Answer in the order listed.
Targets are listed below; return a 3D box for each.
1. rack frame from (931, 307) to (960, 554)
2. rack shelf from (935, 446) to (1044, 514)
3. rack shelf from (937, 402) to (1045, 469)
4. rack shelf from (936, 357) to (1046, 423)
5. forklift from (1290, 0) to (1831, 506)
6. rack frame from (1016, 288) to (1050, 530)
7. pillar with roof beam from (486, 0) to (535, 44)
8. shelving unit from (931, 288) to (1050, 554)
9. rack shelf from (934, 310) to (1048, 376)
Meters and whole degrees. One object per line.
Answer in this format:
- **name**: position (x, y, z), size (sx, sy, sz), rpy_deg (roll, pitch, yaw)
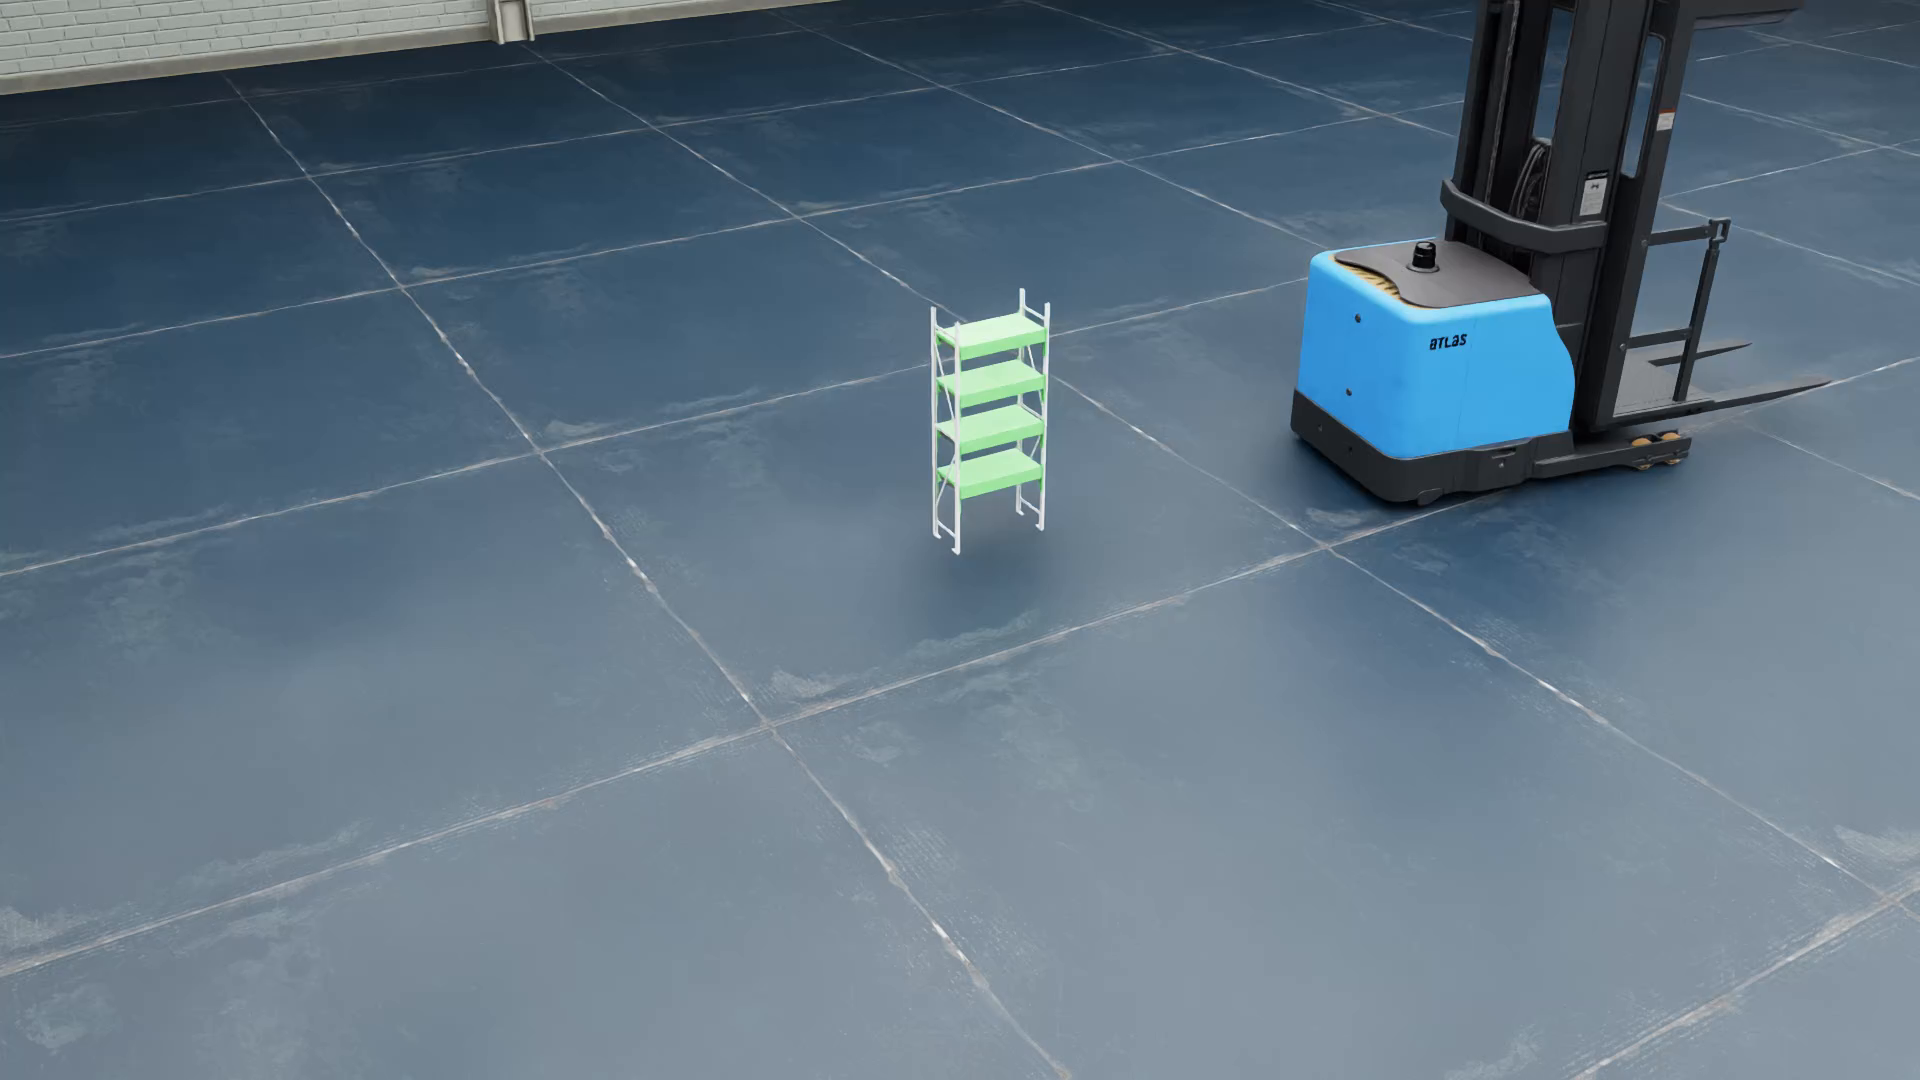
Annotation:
- **rack frame**: position (-0.068, -0.506, 7.925), size (0.015, 1.200, 0.240), rpy_deg (-16, 33, -26)
- **rack shelf**: position (0.143, -0.300, 8.180), size (0.480, 0.148, 0.258), rpy_deg (-16, 33, -26)
- **rack shelf**: position (0.143, -0.510, 8.064), size (0.480, 0.148, 0.258), rpy_deg (-16, 33, -26)
- **rack shelf**: position (0.143, -0.720, 7.948), size (0.480, 0.148, 0.258), rpy_deg (-16, 33, -26)
- **forklift**: position (3.407, -1.889, 8.640), size (3.031, 2.935, 1.130), rpy_deg (-10, 30, -18)
- **rack frame**: position (0.353, -0.626, 8.142), size (0.015, 1.200, 0.240), rpy_deg (-16, 33, -26)
- **pillar with roof beam**: position (-2.694, -7.602, 12.712), size (0.400, 9.000, 9.100), rpy_deg (-16, 33, -26)
- **shelving unit**: position (0.143, -0.566, 8.034), size (0.503, 1.200, 0.258), rpy_deg (-16, 33, -26)
- **rack shelf**: position (0.143, -0.930, 7.832), size (0.480, 0.148, 0.258), rpy_deg (-16, 33, -26)
